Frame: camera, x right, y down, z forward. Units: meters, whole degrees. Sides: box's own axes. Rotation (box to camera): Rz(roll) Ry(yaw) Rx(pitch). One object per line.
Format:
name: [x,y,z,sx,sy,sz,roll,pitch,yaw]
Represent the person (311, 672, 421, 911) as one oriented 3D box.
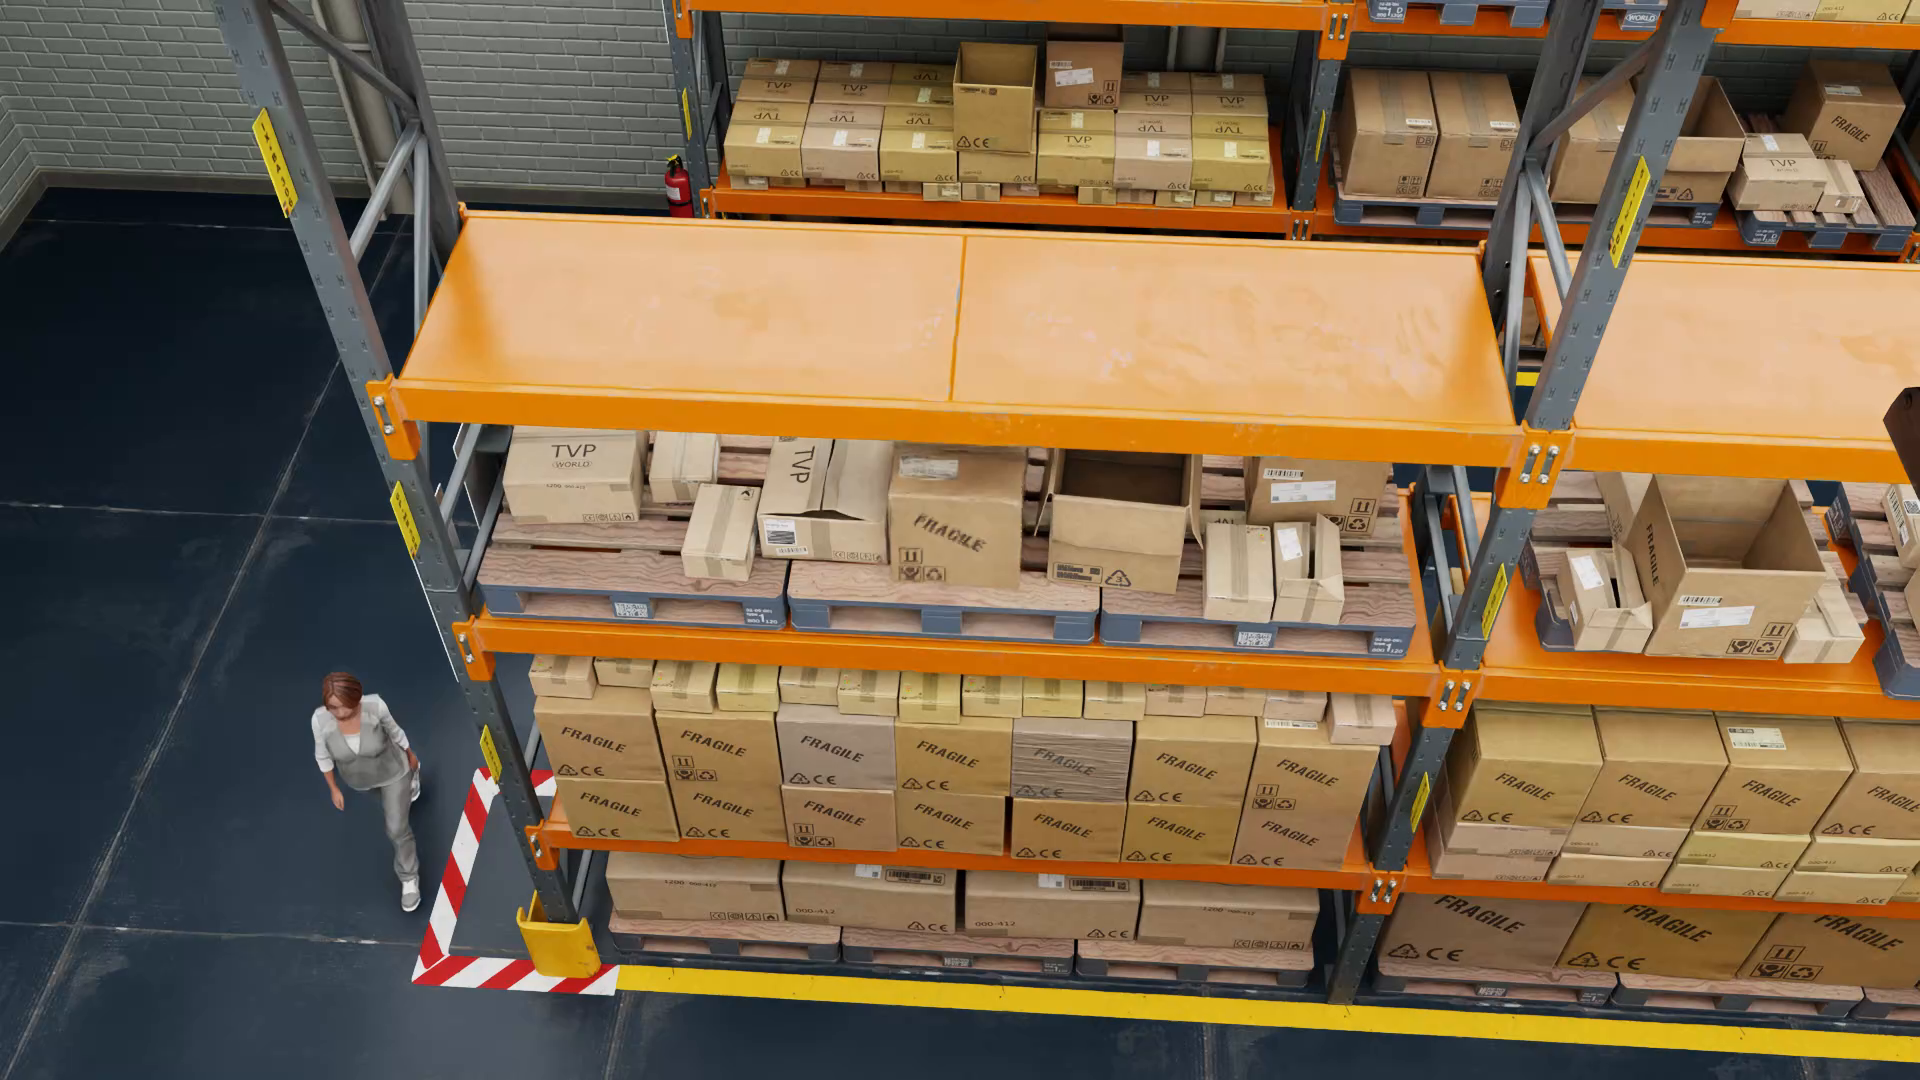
person: [-3.054,1.154,8.633,0.416,1.551,0.916,-3,48,-2]
